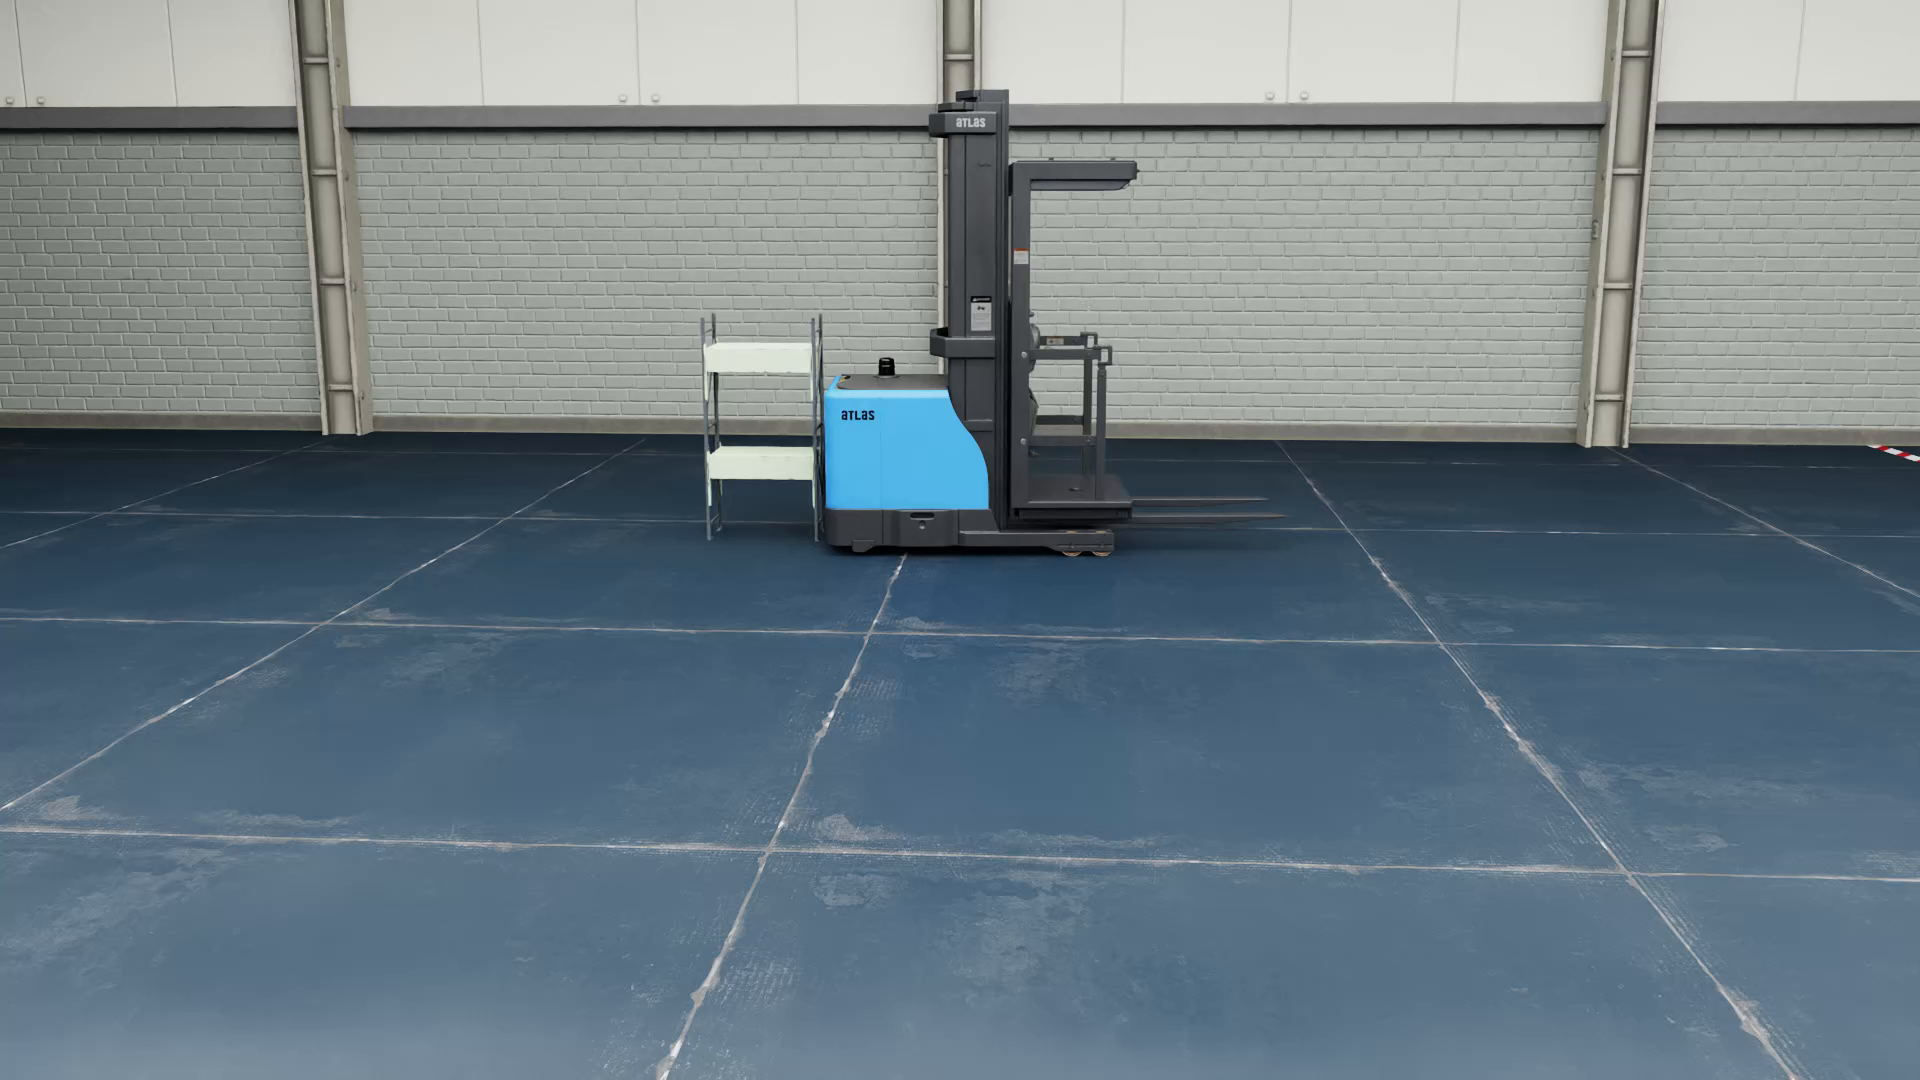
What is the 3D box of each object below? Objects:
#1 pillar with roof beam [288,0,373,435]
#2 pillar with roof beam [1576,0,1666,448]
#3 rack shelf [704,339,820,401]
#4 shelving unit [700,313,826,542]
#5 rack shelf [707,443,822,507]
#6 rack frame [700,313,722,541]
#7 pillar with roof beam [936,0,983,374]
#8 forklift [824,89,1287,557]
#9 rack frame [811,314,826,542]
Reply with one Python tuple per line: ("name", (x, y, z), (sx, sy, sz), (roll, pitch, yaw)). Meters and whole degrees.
("pillar with roof beam", (-6.277, -4.576, 11.166), (0.400, 9.000, 9.100), (1, 12, 4))
("pillar with roof beam", (5.696, -4.412, 10.381), (0.400, 9.000, 9.100), (1, 12, 4))
("rack shelf", (-1.322, -1.149, 11.191), (0.720, 0.370, 0.431), (1, 12, 3))
("shelving unit", (-1.322, -0.767, 11.271), (0.755, 1.500, 0.431), (1, 12, 3))
("rack shelf", (-1.322, -0.448, 11.338), (0.720, 0.370, 0.431), (1, 12, 3))
("rack frame", (-1.688, -0.771, 11.290), (0.023, 1.500, 0.400), (1, 12, 3))
("pillar with roof beam", (-0.291, -4.494, 10.773), (0.400, 9.000, 9.100), (1, 12, 4))
("forklift", (0.630, -1.436, 10.975), (3.031, 2.935, 1.130), (0, 12, -1))
("rack frame", (-0.957, -0.763, 11.252), (0.023, 1.500, 0.400), (1, 12, 3))
